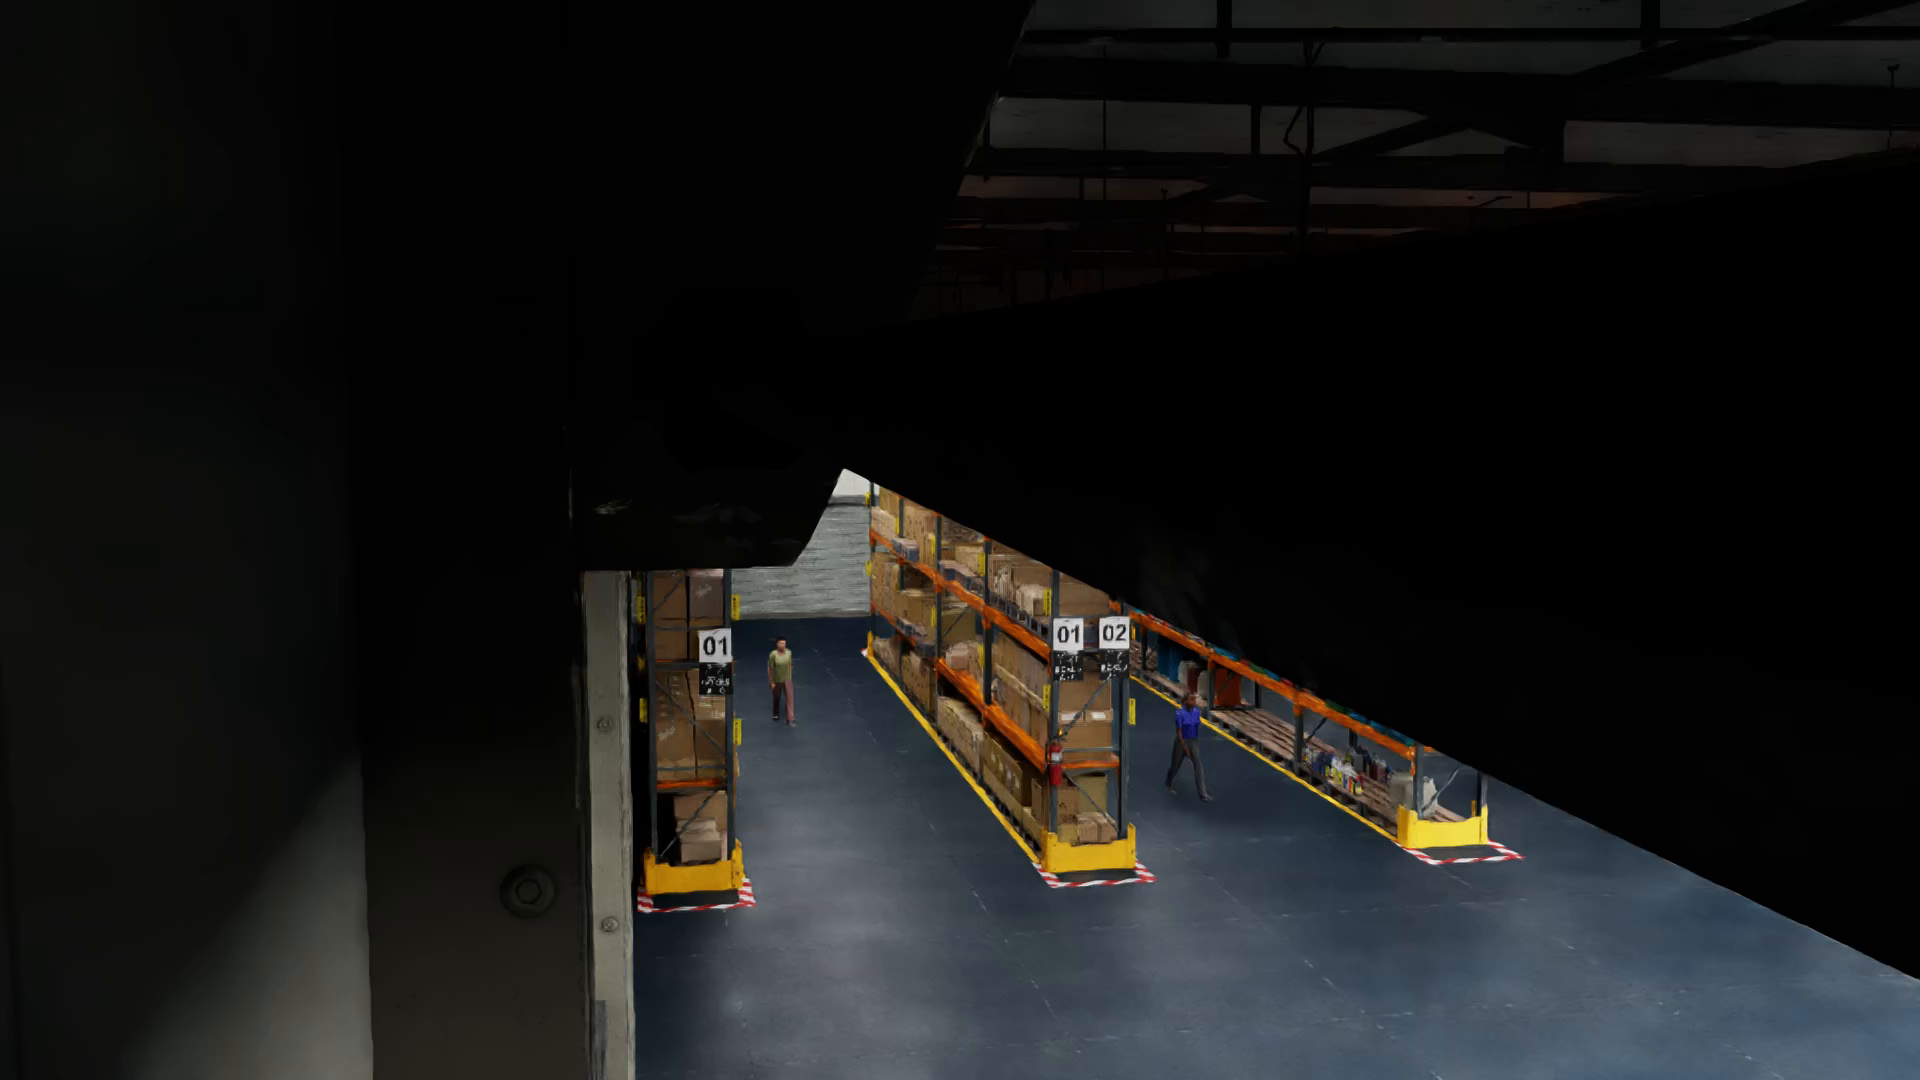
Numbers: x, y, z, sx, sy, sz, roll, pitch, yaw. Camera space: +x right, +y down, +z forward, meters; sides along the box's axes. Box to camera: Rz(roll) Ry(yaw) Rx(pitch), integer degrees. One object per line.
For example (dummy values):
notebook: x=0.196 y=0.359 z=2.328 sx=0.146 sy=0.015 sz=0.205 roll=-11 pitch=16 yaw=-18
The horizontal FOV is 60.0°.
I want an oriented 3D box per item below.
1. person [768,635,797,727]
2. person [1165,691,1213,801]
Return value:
person: x=-3.157 y=2.459 z=29.313 sx=0.451 sy=1.586 sz=1.095 roll=-1 pitch=6 yaw=-13
person: x=3.327 y=2.992 z=24.353 sx=0.443 sy=1.573 sz=0.996 roll=-2 pitch=6 yaw=-19
